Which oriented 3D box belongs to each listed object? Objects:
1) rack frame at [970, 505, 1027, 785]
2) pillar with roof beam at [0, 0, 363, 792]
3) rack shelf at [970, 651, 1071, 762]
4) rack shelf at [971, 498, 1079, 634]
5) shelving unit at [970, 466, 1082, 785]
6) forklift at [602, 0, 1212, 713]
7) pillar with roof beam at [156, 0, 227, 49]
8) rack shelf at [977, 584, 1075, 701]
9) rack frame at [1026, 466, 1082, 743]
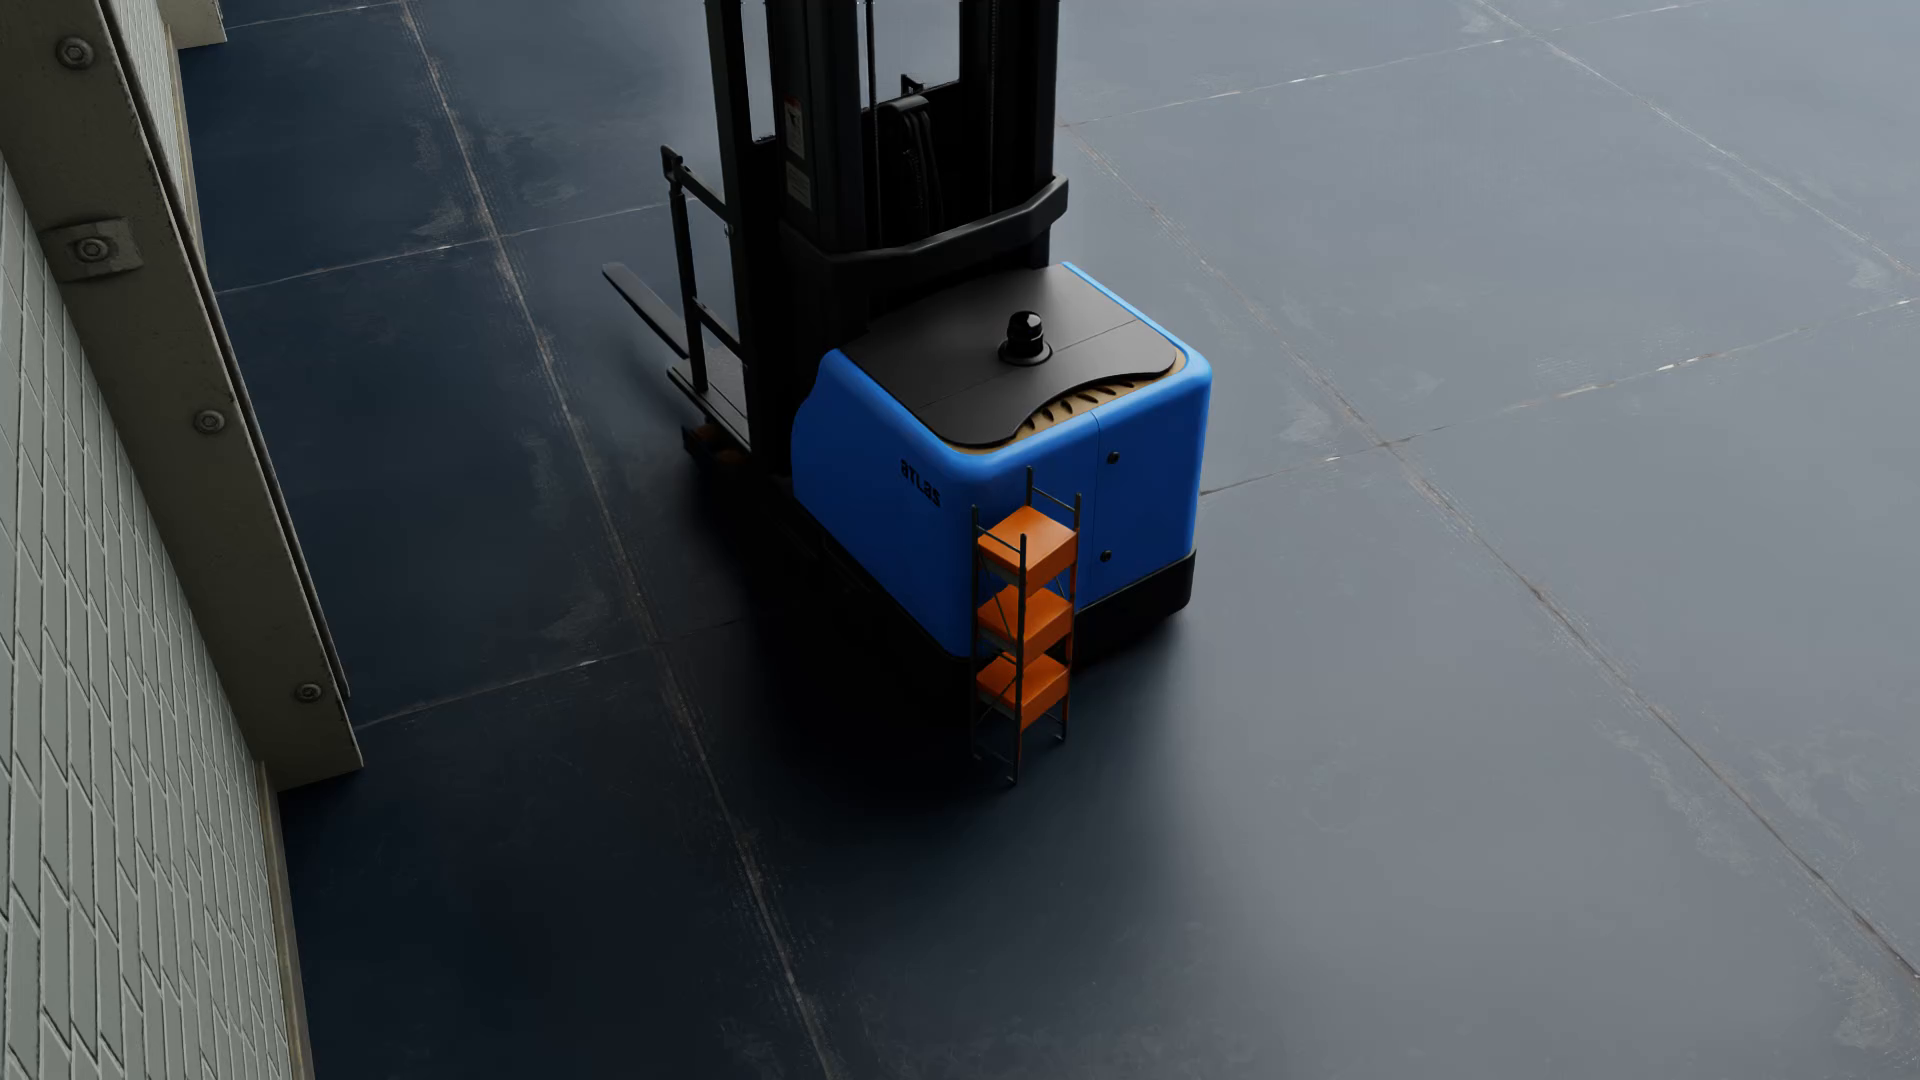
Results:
[{"bbox_3d":[0.111,0.342,5.047,0.200,1.050,0.008,31,49,31],"label":"rack frame"},{"bbox_3d":[1.825,-3.829,3.800,9.100,9.000,0.400,-15,43,-17],"label":"pillar with roof beam"},{"bbox_3d":[0.193,0.502,5.303,0.215,0.259,0.240,31,49,31],"label":"rack shelf"},{"bbox_3d":[0.193,0.076,4.937,0.215,0.259,0.240,31,49,31],"label":"rack shelf"},{"bbox_3d":[0.193,0.283,5.115,0.215,1.050,0.252,31,49,31],"label":"shelving unit"},{"bbox_3d":[-0.435,-1.464,5.704,1.130,2.935,3.031,-24,46,-26],"label":"forklift"},{"bbox_3d":[-0.471,-7.443,8.004,9.100,9.000,0.400,-15,43,-17],"label":"pillar with roof beam"},{"bbox_3d":[0.193,0.291,5.122,0.215,0.259,0.240,31,49,31],"label":"rack shelf"},{"bbox_3d":[0.274,0.224,5.184,0.200,1.050,0.008,31,49,31],"label":"rack frame"}]
